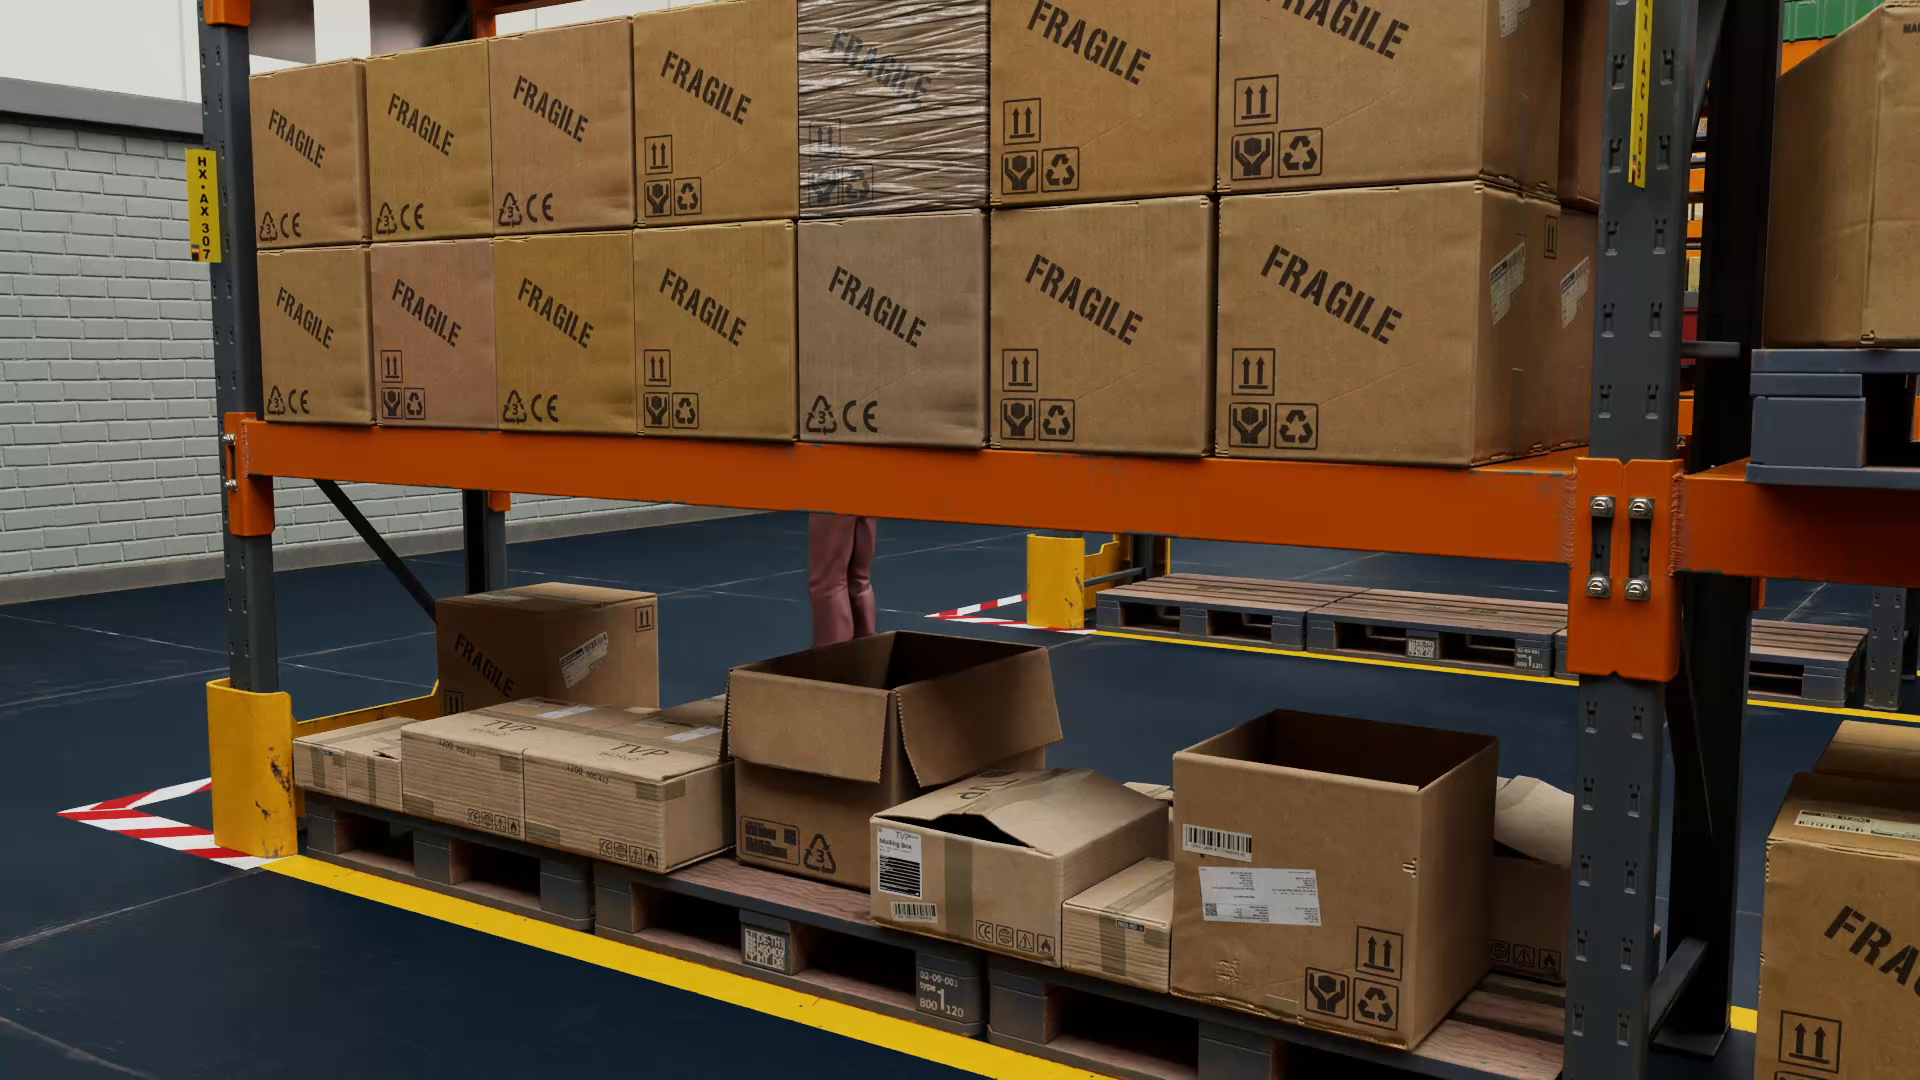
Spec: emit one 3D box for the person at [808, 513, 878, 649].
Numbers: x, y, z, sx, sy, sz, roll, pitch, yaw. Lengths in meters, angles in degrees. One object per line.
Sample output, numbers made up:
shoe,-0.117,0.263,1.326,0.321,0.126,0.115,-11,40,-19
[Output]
person,-0.563,-0.151,7.319,0.537,1.674,0.439,4,8,33
